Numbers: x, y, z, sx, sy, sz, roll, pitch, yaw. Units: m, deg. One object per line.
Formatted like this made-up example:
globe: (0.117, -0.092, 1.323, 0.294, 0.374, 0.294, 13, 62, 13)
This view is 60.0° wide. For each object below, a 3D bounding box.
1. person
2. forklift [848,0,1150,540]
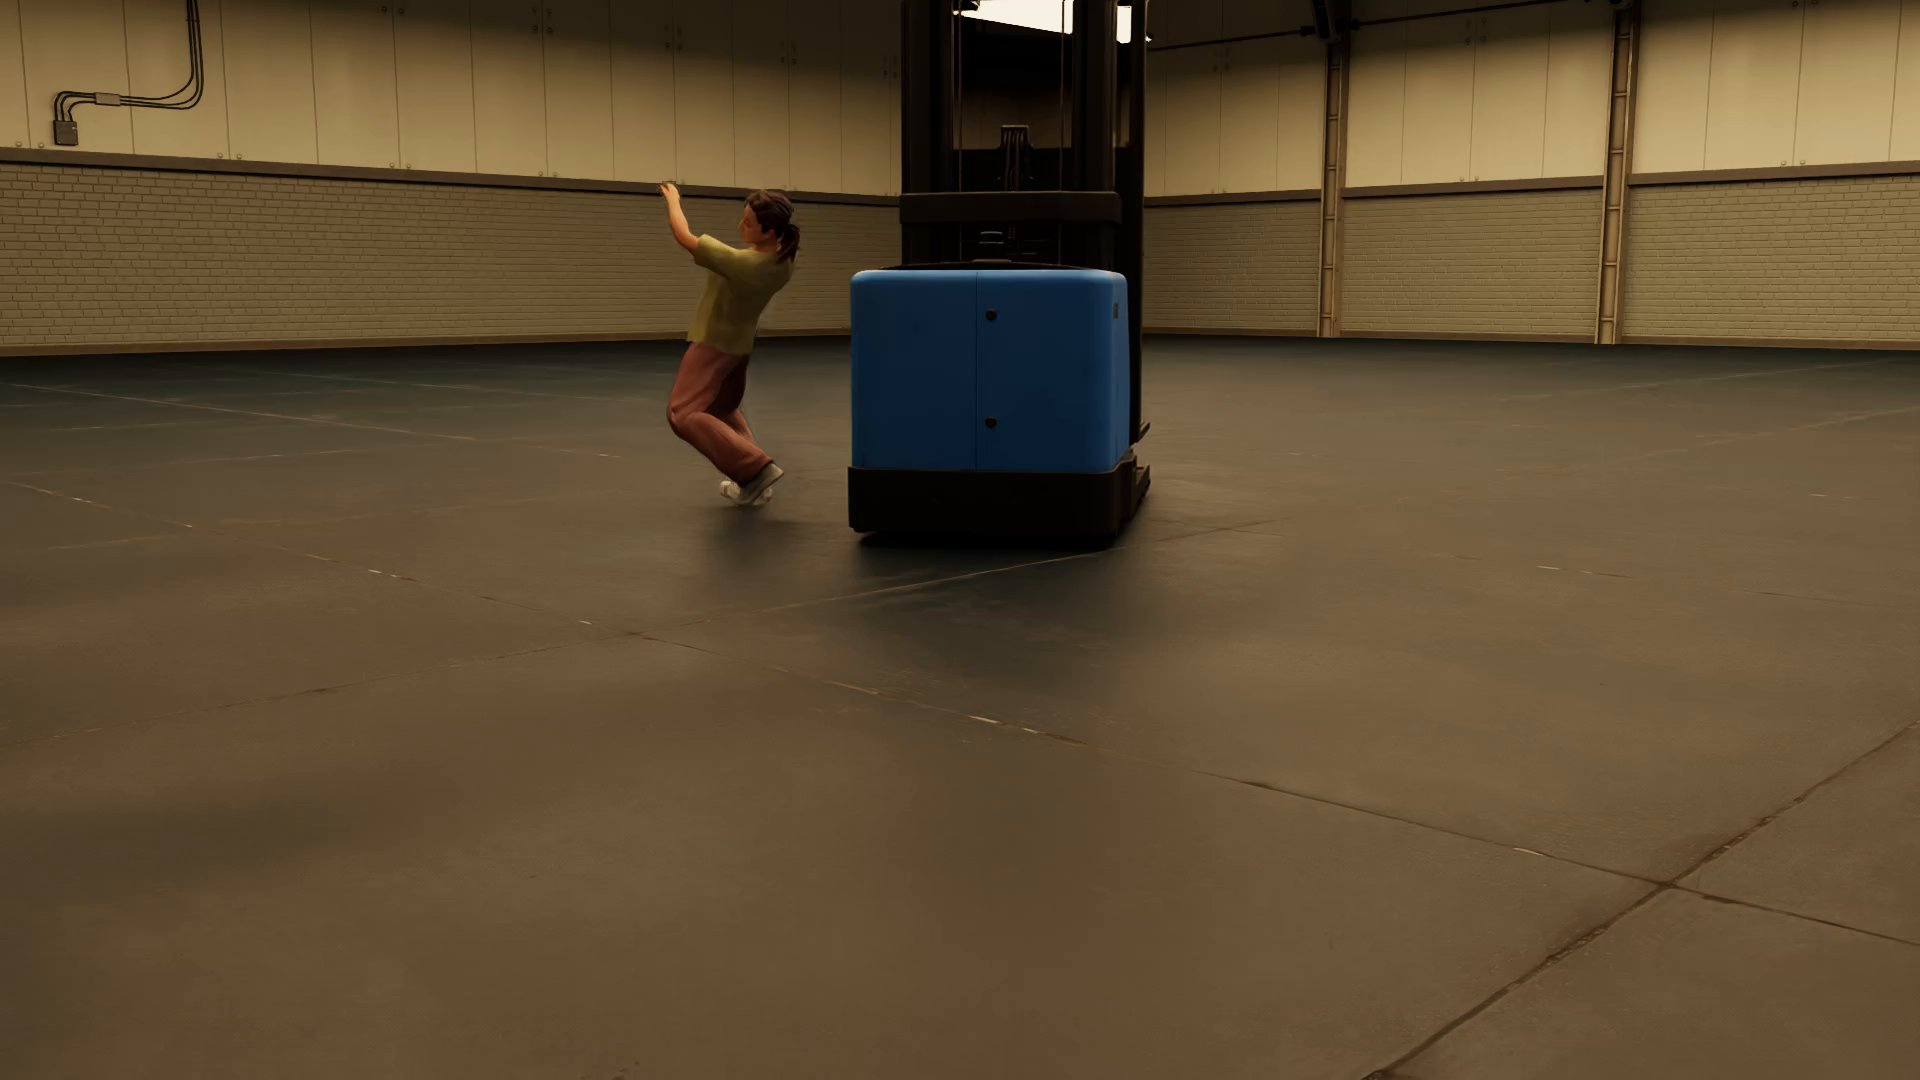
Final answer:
person: (-0.986, -0.898, 7.635, 0.666, 1.452, 1.010, 2, 9, 14)
forklift: (0.322, -1.629, 7.692, 1.130, 2.935, 3.031, 1, 9, 10)
